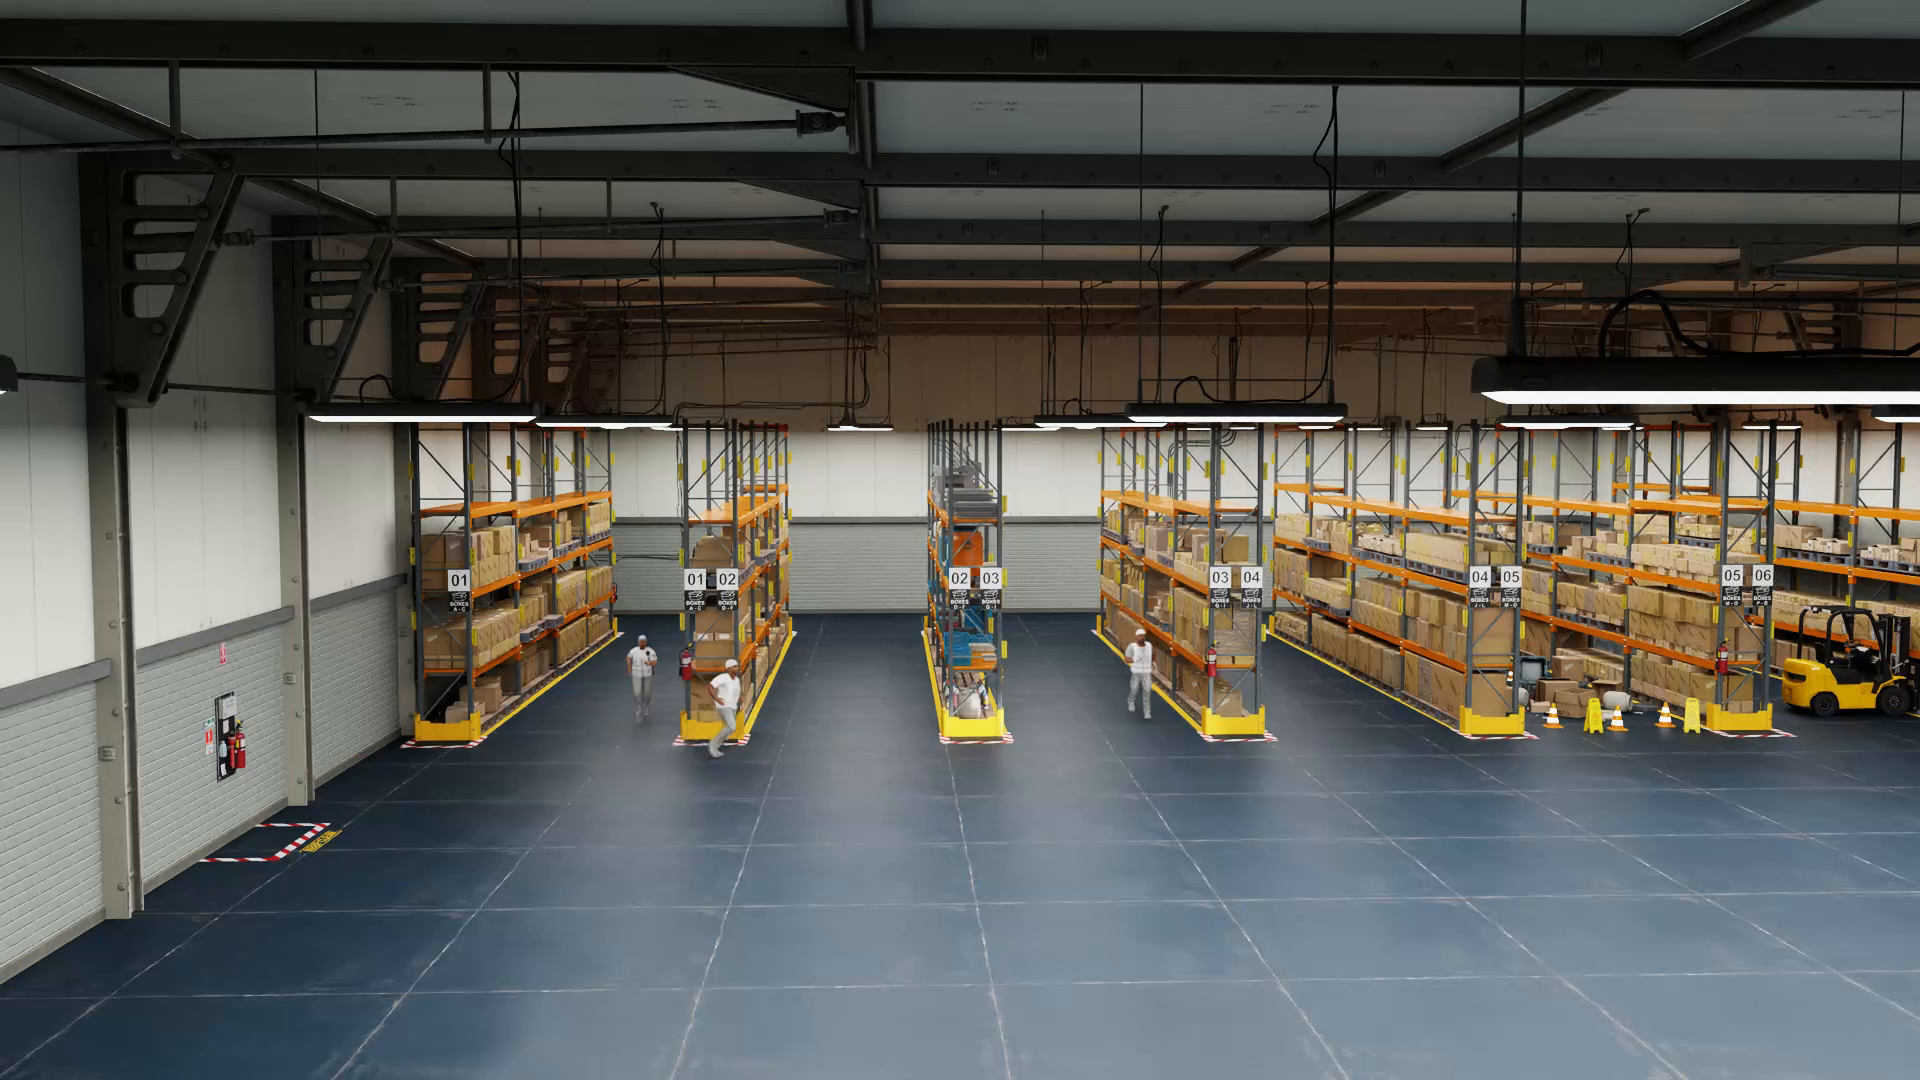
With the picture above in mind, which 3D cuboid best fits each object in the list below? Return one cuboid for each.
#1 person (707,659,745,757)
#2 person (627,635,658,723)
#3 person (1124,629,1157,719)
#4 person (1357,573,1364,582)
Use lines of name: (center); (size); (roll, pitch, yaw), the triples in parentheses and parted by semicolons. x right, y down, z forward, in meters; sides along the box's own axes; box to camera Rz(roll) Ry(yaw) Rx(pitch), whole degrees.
person: (-4.113, 2.969, 29.515); (0.589, 1.694, 0.744); (2, 4, 24)
person: (-6.350, 2.754, 33.261); (0.590, 1.709, 0.816); (-1, 4, -14)
person: (3.643, 2.669, 33.497); (0.694, 1.759, 0.979); (0, 4, -8)
person: (11.255, 1.847, 46.775); (0.692, 1.801, 0.852); (0, 4, -4)
